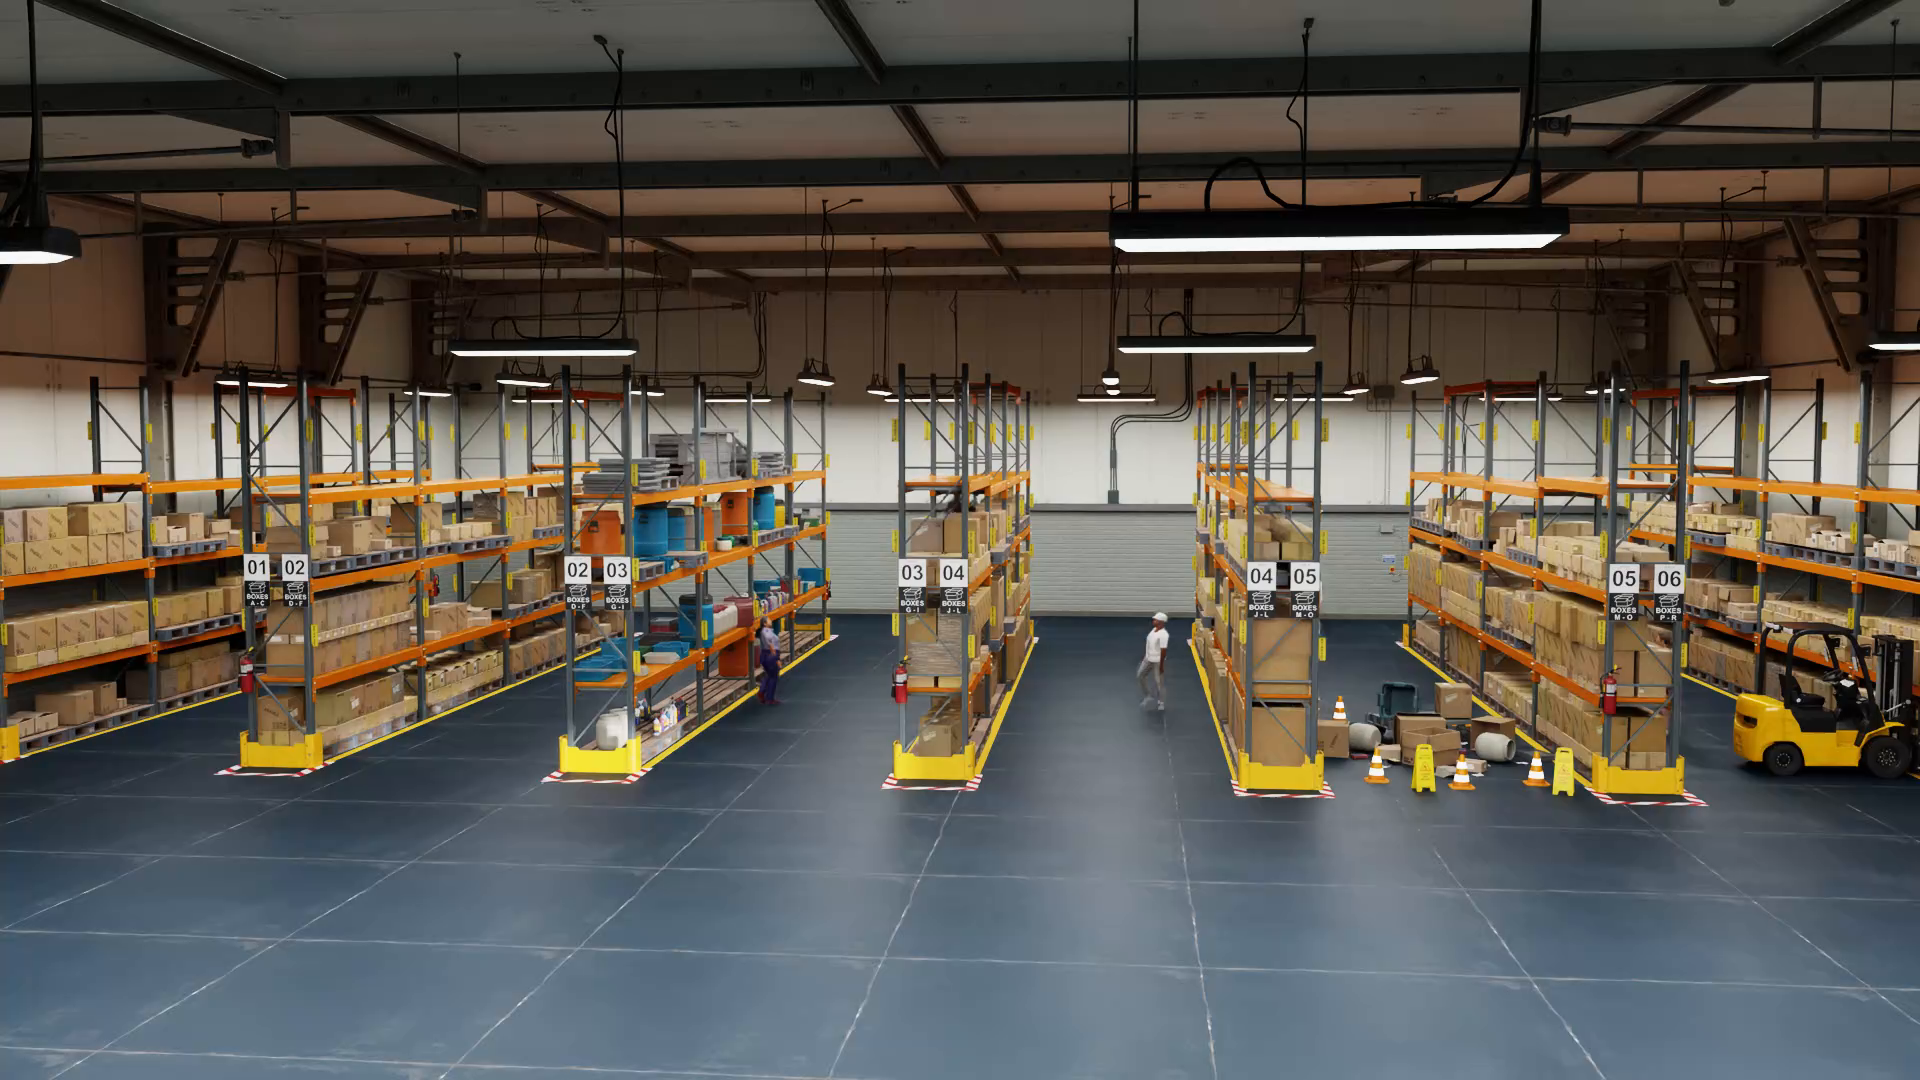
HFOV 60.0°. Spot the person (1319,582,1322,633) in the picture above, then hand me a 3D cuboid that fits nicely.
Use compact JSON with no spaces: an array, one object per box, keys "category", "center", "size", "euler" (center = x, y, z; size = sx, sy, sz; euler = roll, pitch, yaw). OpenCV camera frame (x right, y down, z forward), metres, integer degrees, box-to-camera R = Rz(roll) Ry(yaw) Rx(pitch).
[{"category":"person","center":[8.681,1.570,40.925],"size":[0.425,1.605,0.414],"euler":[-1,4,-11]}]

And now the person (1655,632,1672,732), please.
[{"category":"person","center":[11.718,2.377,27.819],"size":[0.529,1.693,0.676],"euler":[0,4,2]}]

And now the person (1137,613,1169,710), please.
[{"category":"person","center":[3.500,2.183,30.148],"size":[0.452,1.762,0.784],"euler":[-2,4,-30]}]

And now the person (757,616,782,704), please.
[{"category":"person","center":[-3.487,2.216,30.637],"size":[0.454,1.627,0.506],"euler":[-4,5,-45]}]
